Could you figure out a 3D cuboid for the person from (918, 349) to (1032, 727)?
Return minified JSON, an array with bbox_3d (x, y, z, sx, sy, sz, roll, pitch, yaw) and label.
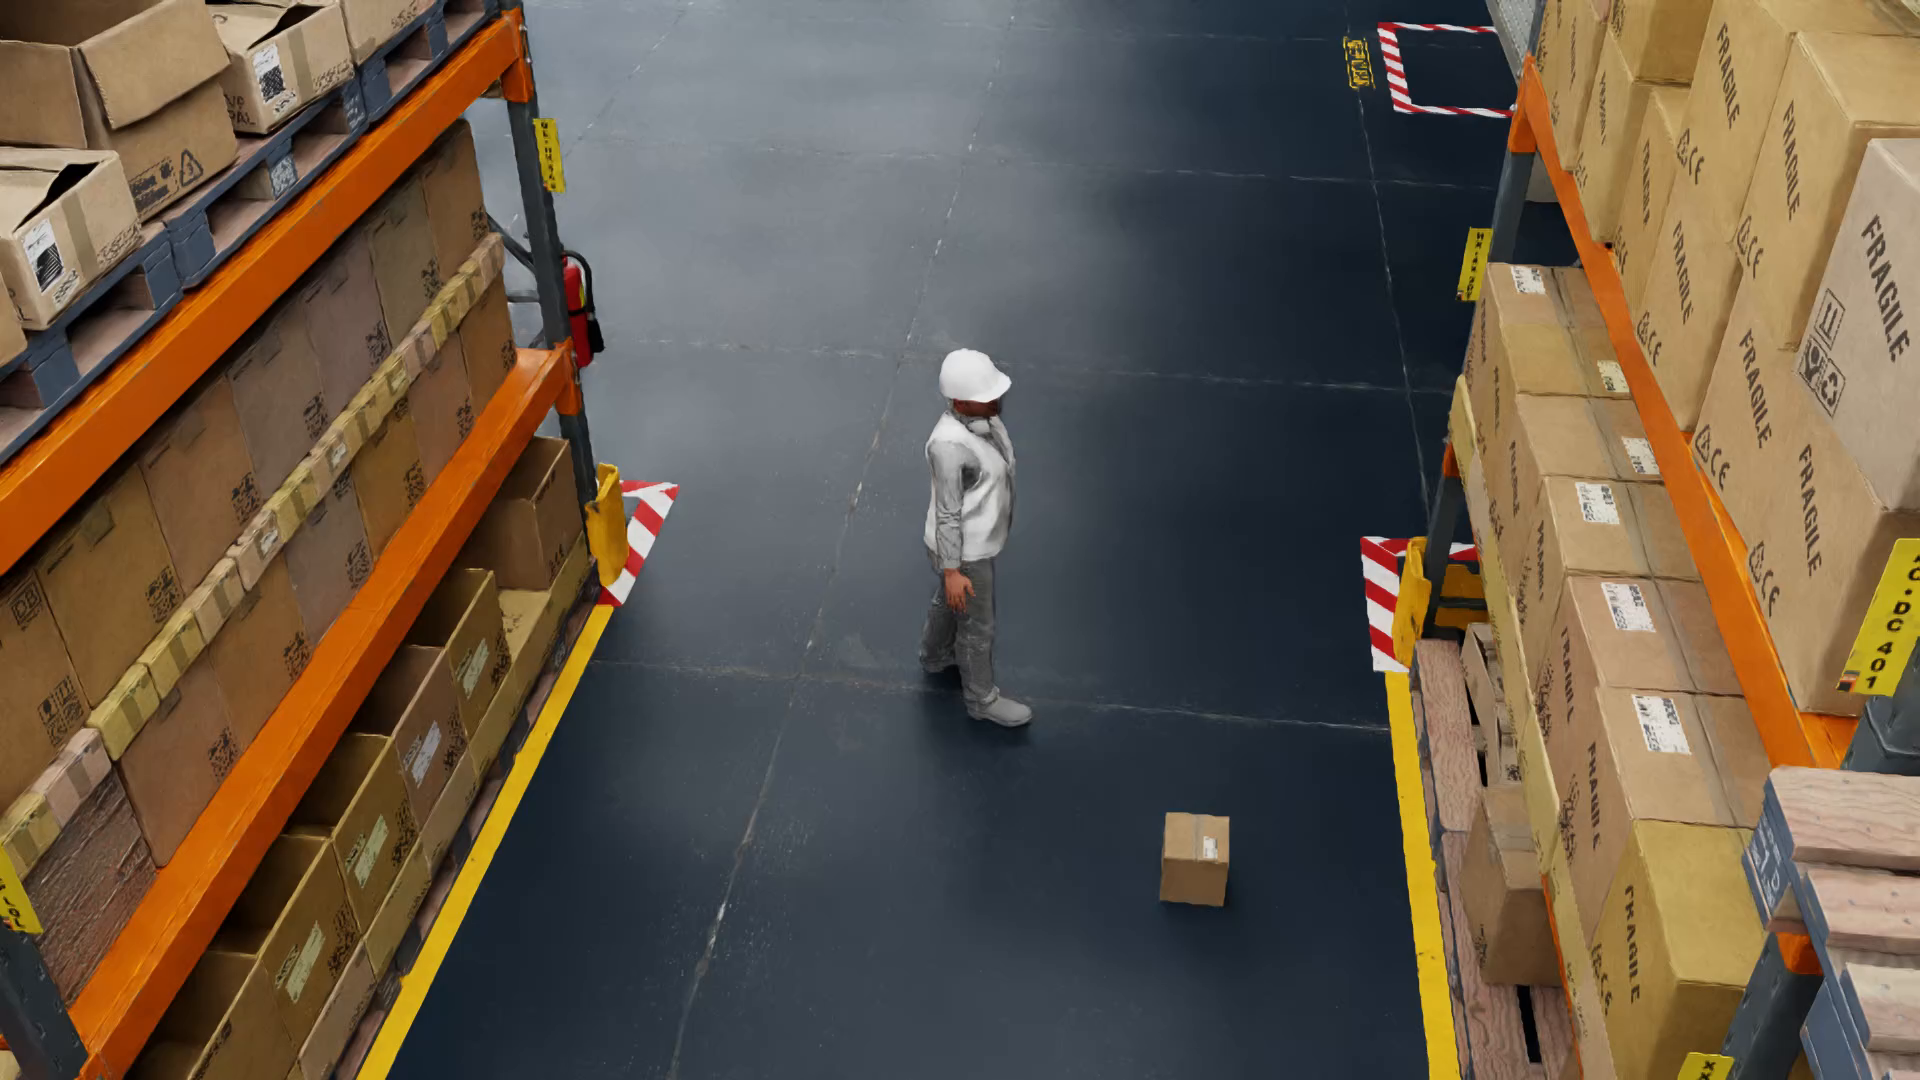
[{"bbox_3d":[0.064,-0.007,7.007,0.577,1.774,0.689,7,37,10],"label":"person"}]
